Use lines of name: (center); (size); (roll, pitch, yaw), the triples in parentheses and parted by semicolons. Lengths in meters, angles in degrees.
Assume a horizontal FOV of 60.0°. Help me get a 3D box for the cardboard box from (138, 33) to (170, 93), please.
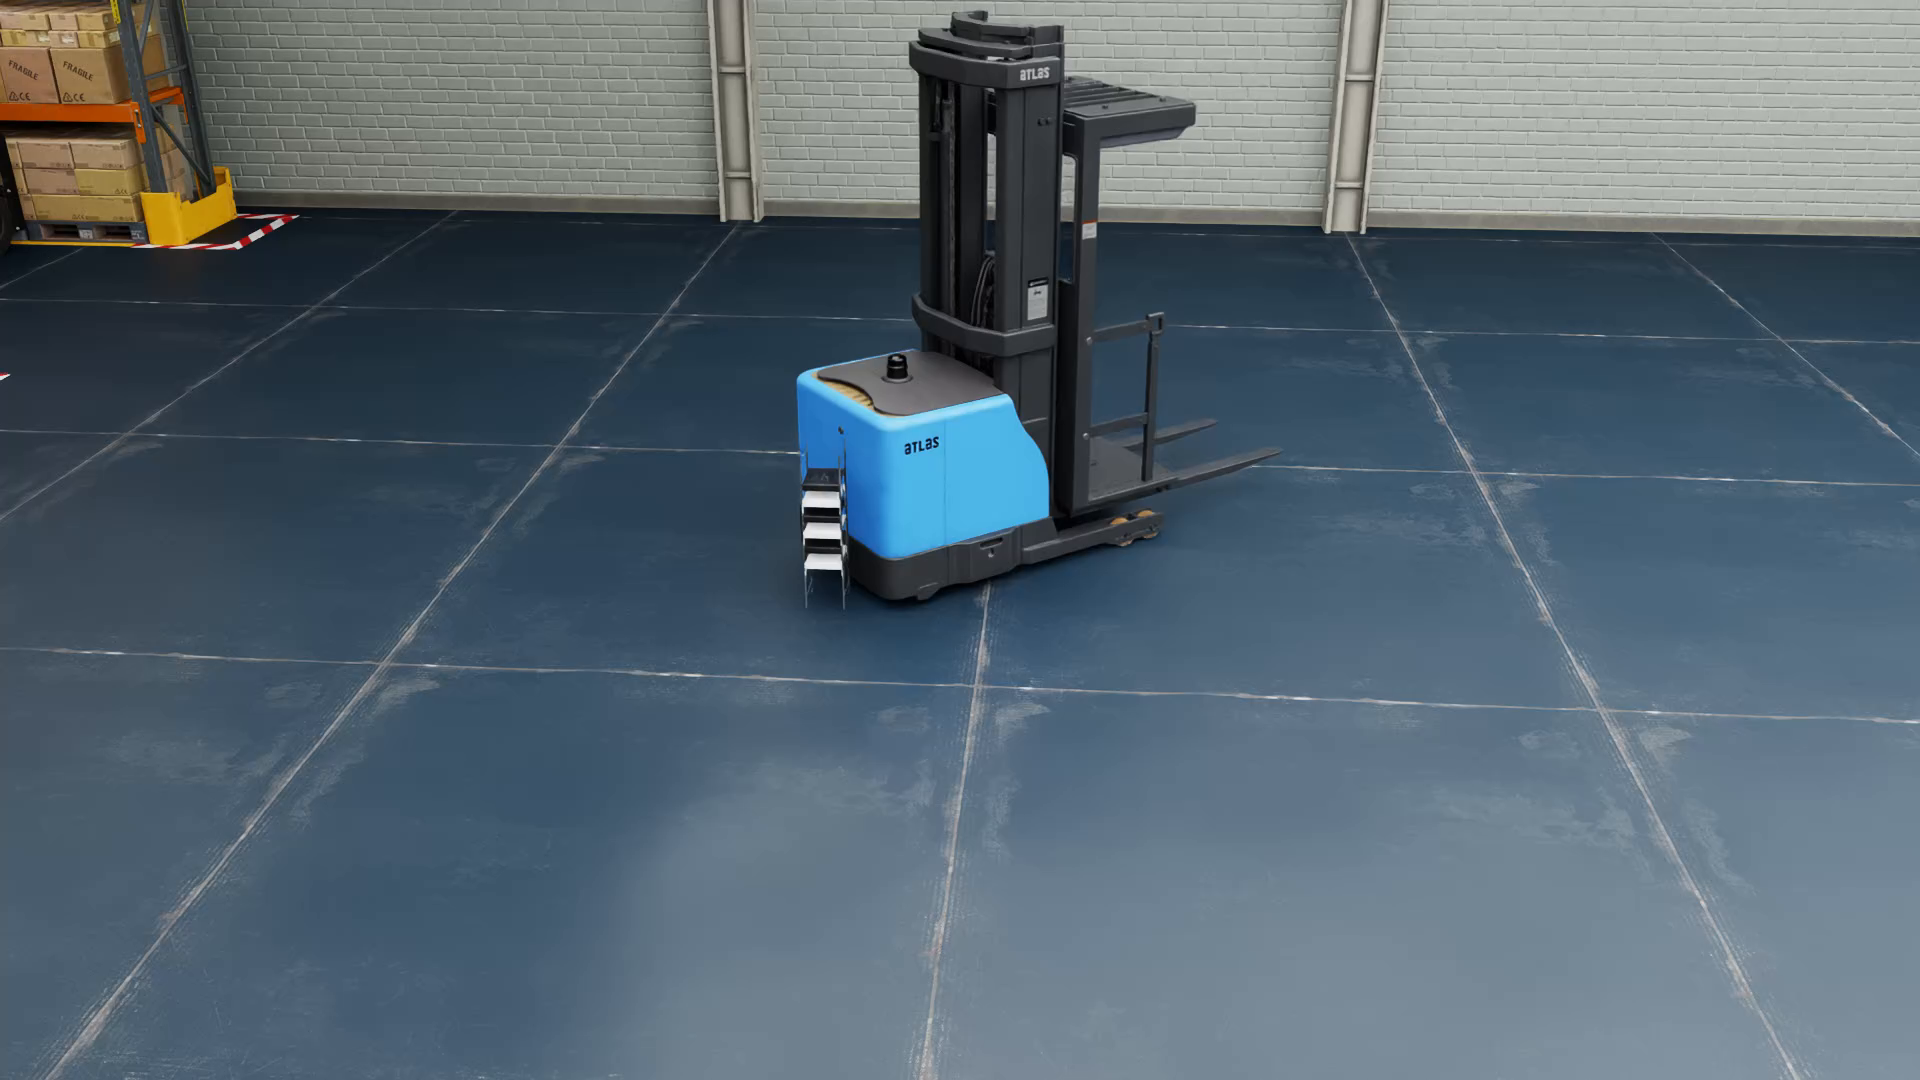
cardboard box: (-8.031, -4.592, 16.021); (0.500, 0.500, 0.500); (3, 25, 6)

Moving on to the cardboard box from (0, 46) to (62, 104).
cardboard box: (-8.586, -4.387, 15.576); (0.500, 0.500, 0.500); (3, 25, 6)

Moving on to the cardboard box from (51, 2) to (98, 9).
cardboard box: (-8.400, -5.015, 15.808); (0.250, 0.149, 0.380); (2, 25, 5)

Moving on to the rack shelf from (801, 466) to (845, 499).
rack shelf: (-0.718, -0.303, 8.766); (0.200, 0.077, 0.258); (1, 25, 3)

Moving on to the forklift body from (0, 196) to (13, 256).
forklift body: (-9.589, -3.329, 14.412); (1.214, 2.155, 2.313); (2, 25, 4)

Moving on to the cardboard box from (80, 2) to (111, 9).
cardboard box: (-8.137, -5.024, 15.829); (0.250, 0.149, 0.380); (3, 25, 6)

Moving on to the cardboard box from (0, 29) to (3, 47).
cardboard box: (-8.953, -4.680, 15.437); (0.250, 0.149, 0.380); (1, 25, 2)

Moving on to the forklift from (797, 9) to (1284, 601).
forklift: (0.591, -1.461, 9.419); (3.031, 2.935, 1.130); (-15, 29, -30)

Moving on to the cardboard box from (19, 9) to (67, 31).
cardboard box: (-8.443, -4.805, 15.354); (0.250, 0.149, 0.380); (2, 25, 5)

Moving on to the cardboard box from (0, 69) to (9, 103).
cardboard box: (-9.097, -4.403, 15.611); (0.500, 0.500, 0.500); (1, 25, 3)

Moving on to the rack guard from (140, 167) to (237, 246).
rack guard: (-7.535, -3.278, 16.276); (0.348, 0.500, 1.175); (2, 25, 4)

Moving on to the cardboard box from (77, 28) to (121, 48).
cardboard box: (-7.926, -4.649, 15.369); (0.250, 0.149, 0.380); (2, 25, 5)

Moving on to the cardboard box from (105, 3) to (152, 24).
cardboard box: (-7.877, -4.990, 15.754); (0.250, 0.149, 0.380); (1, 25, 3)

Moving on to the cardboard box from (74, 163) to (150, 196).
cardboard box: (-8.068, -3.469, 15.889); (0.500, 0.250, 0.500); (2, 25, 3)

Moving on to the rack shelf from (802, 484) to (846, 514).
rack shelf: (-0.718, -0.221, 8.804); (0.200, 0.077, 0.258); (1, 25, 3)

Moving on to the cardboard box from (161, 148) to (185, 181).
cardboard box: (-8.011, -3.685, 16.359); (0.500, 0.250, 0.500); (2, 25, 5)

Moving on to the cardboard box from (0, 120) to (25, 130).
cardboard box: (-9.530, -3.959, 16.356); (0.500, 0.250, 0.500); (1, 25, 3)

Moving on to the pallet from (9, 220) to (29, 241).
pallet: (-9.537, -3.195, 16.441); (1.213, 0.211, 1.003); (2, 25, 4)

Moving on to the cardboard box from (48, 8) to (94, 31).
cardboard box: (-8.180, -4.808, 15.360); (0.250, 0.149, 0.380); (2, 25, 4)

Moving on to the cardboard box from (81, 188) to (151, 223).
cardboard box: (-8.051, -3.240, 15.989); (0.500, 0.250, 0.500); (2, 25, 4)

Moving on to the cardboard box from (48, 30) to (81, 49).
cardboard box: (-8.183, -4.645, 15.360); (0.250, 0.149, 0.380); (2, 25, 5)

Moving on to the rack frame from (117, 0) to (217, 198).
rack frame: (-7.559, -4.415, 15.756); (0.127, 3.000, 1.000); (2, 25, 4)

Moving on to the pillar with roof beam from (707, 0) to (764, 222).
pillar with roof beam: (-2.531, -5.552, 11.050); (0.400, 9.000, 9.100); (2, 25, 4)

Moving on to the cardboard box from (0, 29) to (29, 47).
cardboard box: (-8.683, -4.691, 15.461); (0.250, 0.149, 0.380); (2, 25, 4)

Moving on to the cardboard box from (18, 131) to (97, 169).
cardboard box: (-8.551, -3.709, 15.813); (0.500, 0.250, 0.500); (2, 25, 5)

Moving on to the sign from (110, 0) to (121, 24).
sign: (-7.614, -4.822, 14.974); (0.005, 0.325, 0.100); (2, 25, 4)

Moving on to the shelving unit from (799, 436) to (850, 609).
shelving unit: (-0.718, -0.088, 8.865); (0.210, 0.900, 0.258); (1, 25, 3)

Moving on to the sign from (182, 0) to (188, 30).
sign: (-7.510, -5.075, 16.060); (0.005, 0.325, 0.100); (2, 25, 4)

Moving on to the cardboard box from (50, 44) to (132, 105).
cardboard box: (-8.069, -4.366, 15.531); (0.500, 0.500, 0.500); (1, 25, 3)

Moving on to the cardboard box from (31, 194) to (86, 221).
cardboard box: (-8.546, -3.259, 16.032); (0.500, 0.250, 0.500); (2, 25, 4)

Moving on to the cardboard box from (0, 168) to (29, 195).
cardboard box: (-9.083, -3.497, 15.950); (0.500, 0.250, 0.500); (1, 25, 3)

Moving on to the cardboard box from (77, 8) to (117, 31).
cardboard box: (-7.932, -4.813, 15.371); (0.250, 0.149, 0.380); (2, 25, 4)

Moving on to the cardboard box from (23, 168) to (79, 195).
cardboard box: (-8.567, -3.489, 15.933); (0.500, 0.250, 0.500); (2, 25, 3)

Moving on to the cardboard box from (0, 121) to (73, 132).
cardboard box: (-9.020, -3.940, 16.314); (0.500, 0.250, 0.500); (2, 25, 4)

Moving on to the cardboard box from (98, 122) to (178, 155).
cardboard box: (-8.023, -3.905, 16.238); (0.500, 0.250, 0.500); (1, 25, 3)

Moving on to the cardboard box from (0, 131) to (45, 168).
cardboard box: (-9.055, -3.721, 15.839); (0.500, 0.250, 0.500); (2, 25, 5)

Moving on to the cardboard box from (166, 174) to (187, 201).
cardboard box: (-8.033, -3.453, 16.454); (0.500, 0.250, 0.500); (2, 25, 4)

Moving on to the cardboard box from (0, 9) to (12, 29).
cardboard box: (-8.954, -4.807, 15.356); (0.250, 0.149, 0.380); (2, 25, 5)

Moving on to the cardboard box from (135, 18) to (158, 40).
cardboard box: (-7.877, -4.874, 15.858); (0.250, 0.149, 0.380); (1, 25, 3)

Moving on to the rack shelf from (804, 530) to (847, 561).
rack shelf: (-0.718, 0.024, 8.917); (0.200, 0.077, 0.258); (1, 25, 3)

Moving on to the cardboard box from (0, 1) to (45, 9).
cardboard box: (-8.910, -5.027, 15.834); (0.250, 0.149, 0.380); (3, 25, 6)

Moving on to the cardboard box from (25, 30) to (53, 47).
cardboard box: (-8.437, -4.679, 15.434); (0.250, 0.149, 0.380); (2, 25, 5)

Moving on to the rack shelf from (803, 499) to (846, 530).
rack shelf: (-0.718, -0.140, 8.842); (0.200, 0.077, 0.258); (1, 25, 3)

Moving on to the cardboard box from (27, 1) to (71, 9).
cardboard box: (-8.645, -5.029, 15.839); (0.250, 0.149, 0.380); (2, 25, 4)

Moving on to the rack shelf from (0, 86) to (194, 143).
rack shelf: (-9.553, -4.152, 16.045); (4.000, 0.370, 1.077); (2, 25, 4)

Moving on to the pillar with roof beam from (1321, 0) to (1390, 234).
pillar with roof beam: (3.451, -5.360, 10.632); (0.400, 9.000, 9.100); (2, 25, 4)

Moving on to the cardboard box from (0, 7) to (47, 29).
cardboard box: (-8.686, -4.844, 15.438); (0.250, 0.149, 0.380); (2, 25, 4)

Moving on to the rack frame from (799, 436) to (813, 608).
rack frame: (-0.820, -0.091, 8.871); (0.006, 0.900, 0.240); (1, 25, 3)

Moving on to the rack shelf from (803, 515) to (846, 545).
rack shelf: (-0.718, -0.058, 8.879); (0.200, 0.077, 0.258); (1, 25, 3)

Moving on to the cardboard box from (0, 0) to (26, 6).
cardboard box: (-9.164, -5.076, 15.942); (0.250, 0.149, 0.380); (1, 25, 3)

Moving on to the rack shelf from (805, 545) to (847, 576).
rack shelf: (-0.718, 0.106, 8.954); (0.200, 0.077, 0.258); (1, 25, 3)

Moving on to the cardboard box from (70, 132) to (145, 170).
cardboard box: (-8.042, -3.695, 15.783); (0.500, 0.250, 0.500); (3, 25, 6)

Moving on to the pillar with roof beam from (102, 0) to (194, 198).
pillar with roof beam: (-8.513, -5.744, 11.467); (0.400, 9.000, 9.100); (2, 25, 4)

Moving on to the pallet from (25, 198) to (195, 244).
pallet: (-8.324, -3.155, 16.354); (1.213, 0.211, 1.003); (2, 25, 4)

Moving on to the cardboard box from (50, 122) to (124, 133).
cardboard box: (-8.522, -3.919, 16.270); (0.500, 0.250, 0.500); (2, 25, 4)

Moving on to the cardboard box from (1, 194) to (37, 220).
cardboard box: (-9.044, -3.279, 16.075); (0.500, 0.250, 0.500); (2, 25, 5)

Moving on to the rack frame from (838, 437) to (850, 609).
rack frame: (-0.617, -0.086, 8.859); (0.006, 0.900, 0.240); (1, 25, 3)
